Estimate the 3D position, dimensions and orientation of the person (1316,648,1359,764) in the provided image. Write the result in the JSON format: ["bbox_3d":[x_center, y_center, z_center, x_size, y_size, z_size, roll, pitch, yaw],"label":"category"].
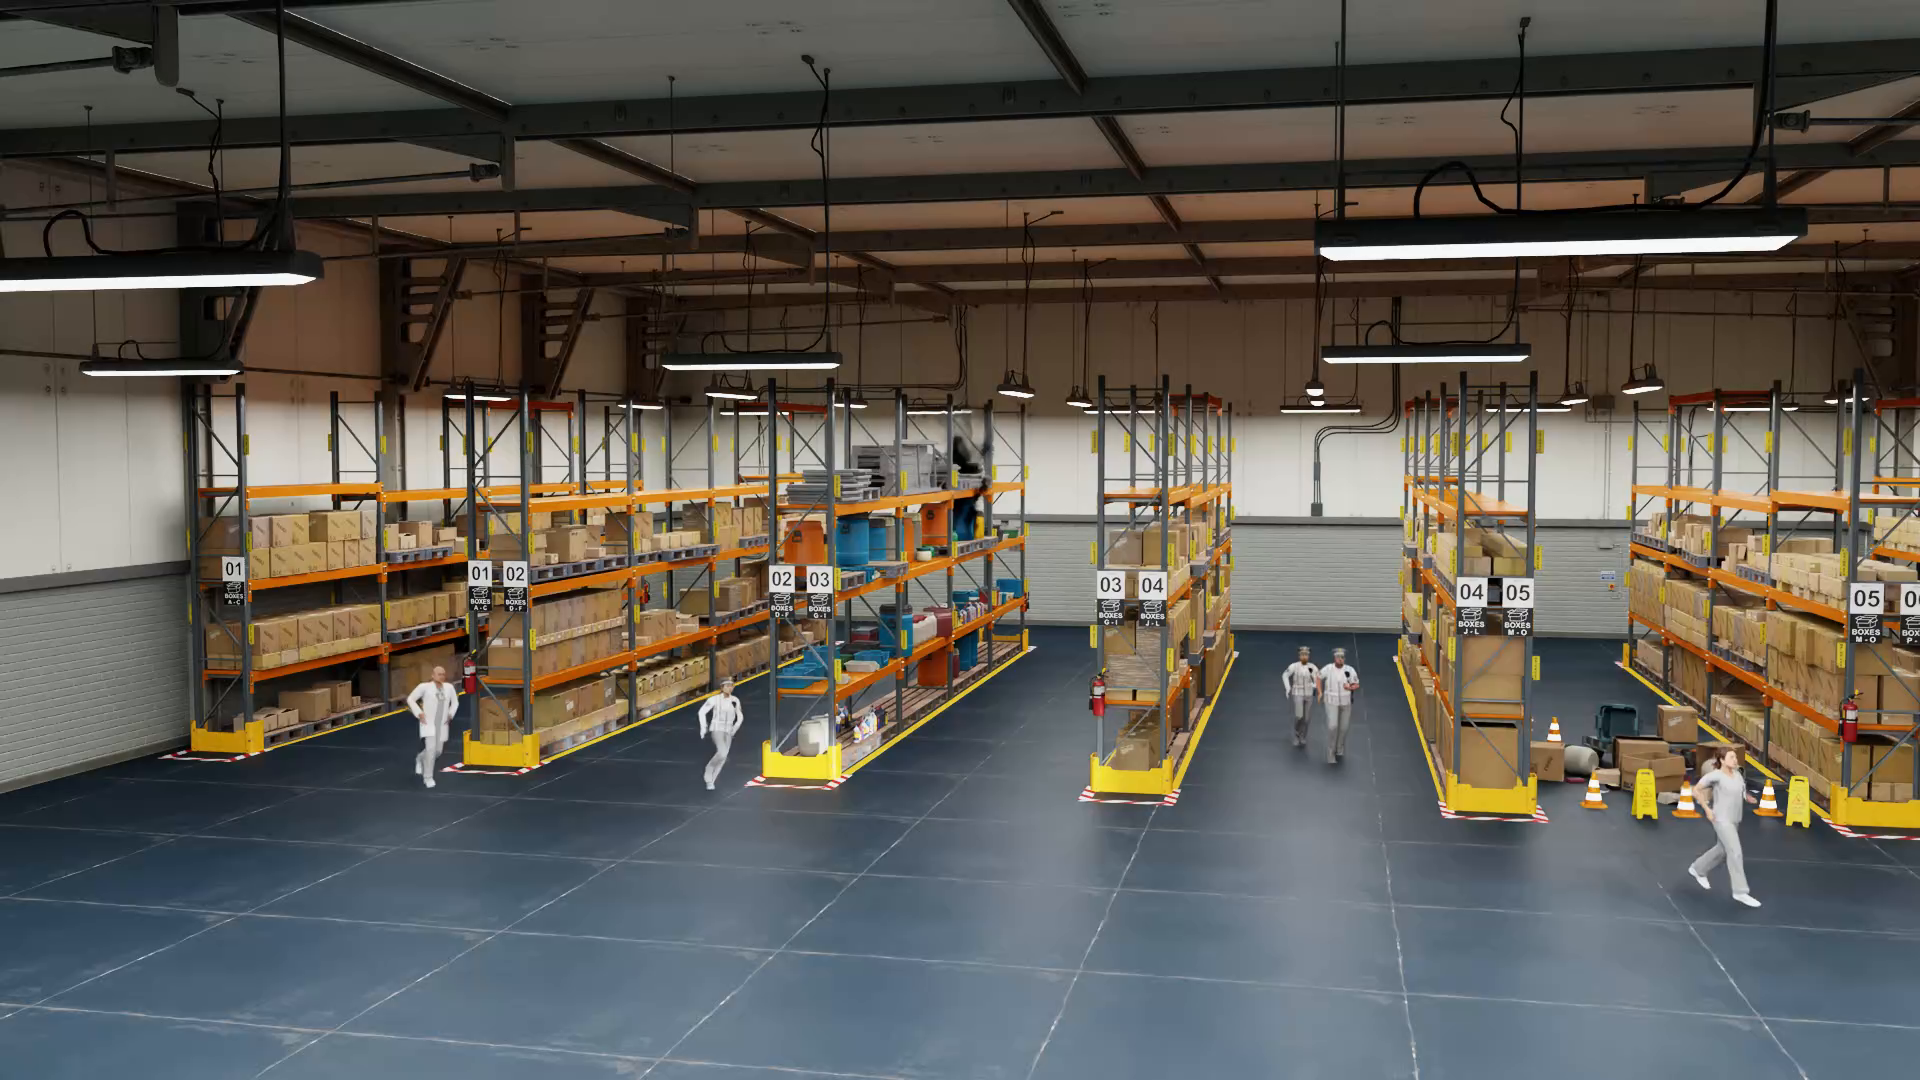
[{"bbox_3d":[5.985,2.624,26.323,0.633,1.849,0.776,0,3,2],"label":"person"}]

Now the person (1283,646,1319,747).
[{"bbox_3d":[5.666,2.585,27.457,0.591,1.670,0.634,0,3,1],"label":"person"}]

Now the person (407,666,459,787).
[{"bbox_3d":[-7.836,2.746,24.780,0.764,1.733,0.903,-3,4,-41],"label":"person"}]

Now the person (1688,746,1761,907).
[{"bbox_3d":[8.403,3.097,18.258,0.567,1.653,0.946,-2,4,-29],"label":"person"}]

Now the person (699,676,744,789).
[{"bbox_3d":[-3.423,2.801,24.184,0.626,1.621,0.548,-2,4,-30],"label":"person"}]
